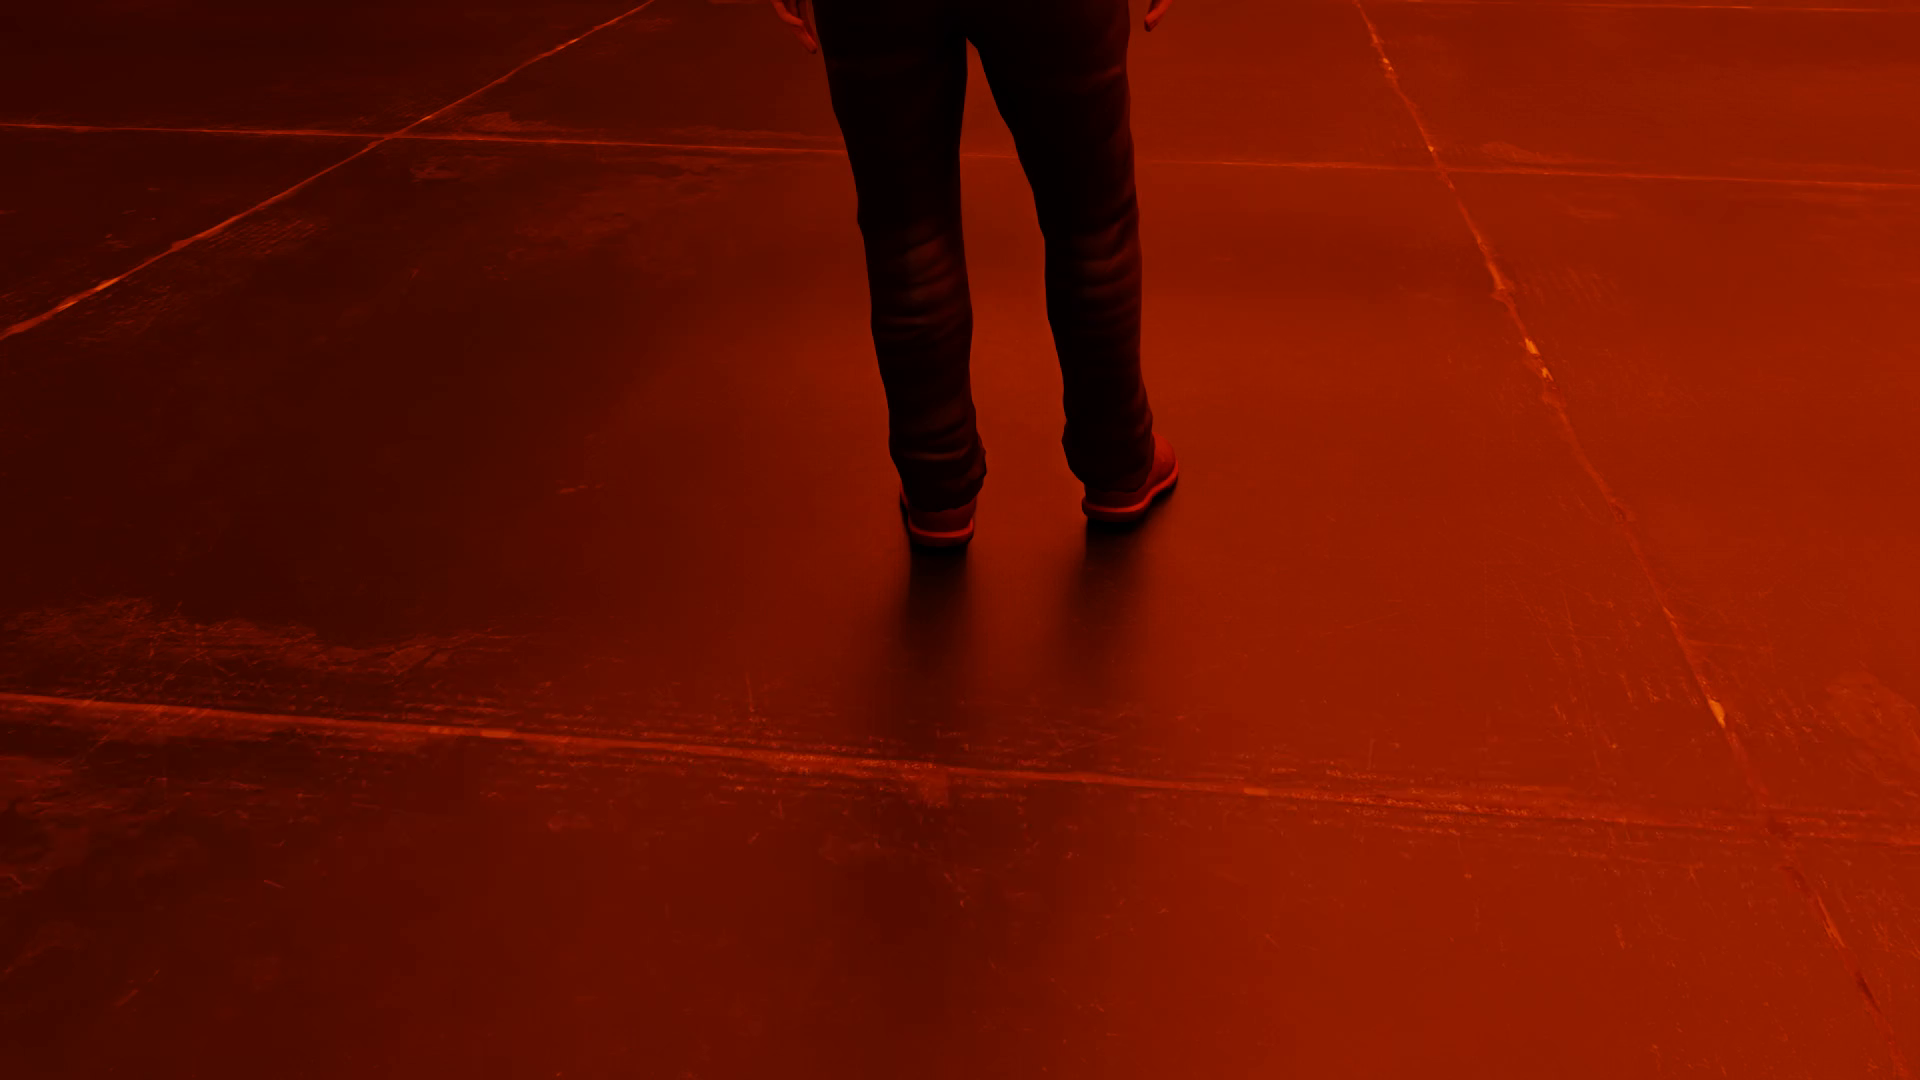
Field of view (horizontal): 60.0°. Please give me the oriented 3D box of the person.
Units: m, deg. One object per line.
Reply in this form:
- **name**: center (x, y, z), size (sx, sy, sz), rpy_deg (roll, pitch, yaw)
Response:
- **person**: center (0.035, -0.783, 2.205), size (0.598, 1.651, 0.503), rpy_deg (3, 27, 7)
